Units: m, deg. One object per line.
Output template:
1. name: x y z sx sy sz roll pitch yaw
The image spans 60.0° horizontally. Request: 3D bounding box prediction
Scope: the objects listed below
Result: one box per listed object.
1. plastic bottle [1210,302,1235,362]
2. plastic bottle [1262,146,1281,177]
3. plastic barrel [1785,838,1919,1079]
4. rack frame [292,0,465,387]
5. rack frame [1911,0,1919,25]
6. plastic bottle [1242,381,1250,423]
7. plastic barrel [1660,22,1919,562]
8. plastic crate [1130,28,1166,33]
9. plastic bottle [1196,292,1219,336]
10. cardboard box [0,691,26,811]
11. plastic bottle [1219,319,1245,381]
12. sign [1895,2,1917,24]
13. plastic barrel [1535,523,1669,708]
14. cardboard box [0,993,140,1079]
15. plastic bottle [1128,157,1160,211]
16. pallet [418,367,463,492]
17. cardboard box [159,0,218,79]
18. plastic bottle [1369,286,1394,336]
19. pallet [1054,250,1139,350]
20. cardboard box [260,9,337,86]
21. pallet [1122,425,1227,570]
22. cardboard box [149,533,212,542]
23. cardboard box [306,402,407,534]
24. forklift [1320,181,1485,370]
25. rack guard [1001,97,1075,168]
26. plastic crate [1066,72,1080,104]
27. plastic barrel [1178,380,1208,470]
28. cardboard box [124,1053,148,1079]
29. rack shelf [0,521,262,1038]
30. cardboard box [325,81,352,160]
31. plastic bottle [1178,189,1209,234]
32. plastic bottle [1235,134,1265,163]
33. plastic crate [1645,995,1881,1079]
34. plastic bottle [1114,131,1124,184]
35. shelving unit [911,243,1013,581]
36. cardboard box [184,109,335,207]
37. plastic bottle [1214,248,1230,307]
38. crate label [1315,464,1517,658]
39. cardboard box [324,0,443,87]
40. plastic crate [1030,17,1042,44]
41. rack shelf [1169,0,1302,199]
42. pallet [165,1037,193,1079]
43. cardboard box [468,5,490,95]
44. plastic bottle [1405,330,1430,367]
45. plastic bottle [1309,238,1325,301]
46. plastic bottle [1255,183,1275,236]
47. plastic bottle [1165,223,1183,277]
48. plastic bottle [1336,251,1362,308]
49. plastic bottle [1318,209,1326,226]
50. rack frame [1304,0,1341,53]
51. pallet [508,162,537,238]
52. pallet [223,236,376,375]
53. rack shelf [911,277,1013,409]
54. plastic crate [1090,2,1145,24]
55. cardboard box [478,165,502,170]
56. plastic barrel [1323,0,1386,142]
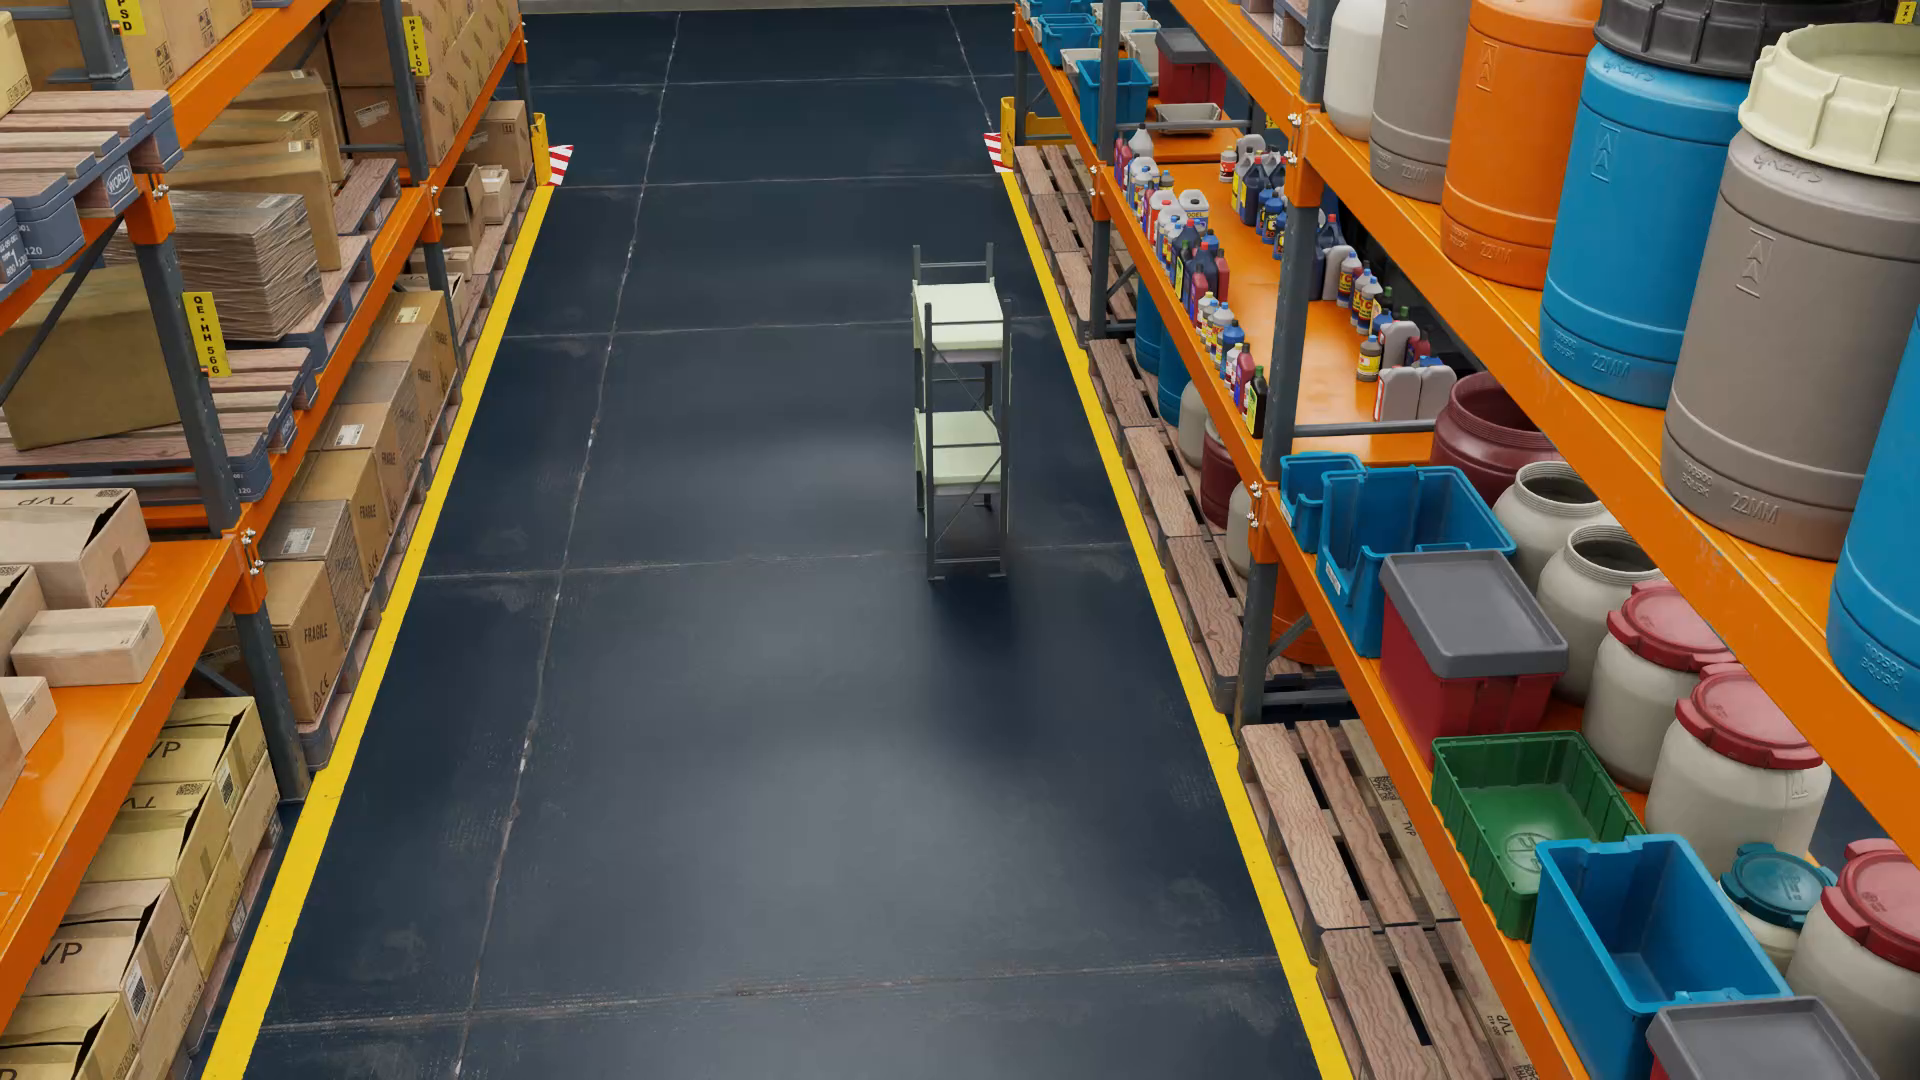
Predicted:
1. plastic bottle: 1.189 -0.945 7.533 0.097 0.271 0.097 0 31 0
2. plastic bottle: 1.740 -2.005 9.230 0.144 0.351 0.185 -3 31 -5
3. plastic barrel: 2.205 1.047 3.939 0.433 0.535 0.433 0 31 0
4. rack frame: -3.603 -2.245 9.583 1.000 3.000 0.127 -3 31 -5
5. rack frame: 6.260 -2.717 10.374 1.000 3.000 0.127 -3 31 -5
6. plastic bottle: 1.247 -0.598 7.020 0.097 0.201 0.097 0 31 0
7. plastic barrel: 1.752 -0.482 3.217 0.600 0.901 0.600 0 31 0
8. plastic crate: 1.402 -3.440 11.689 0.416 0.233 0.300 -3 31 -5
9. plastic bottle: 1.162 -1.064 7.800 0.097 0.201 0.097 0 31 0
10. cardboard box: -3.056 0.611 4.705 0.500 0.500 0.500 -4 31 -7
11. plastic bottle: 1.208 -0.846 7.366 0.097 0.271 0.097 0 31 0
12. sign: 5.708 -3.096 10.086 0.100 0.325 0.005 -3 31 -5
13. plastic barrel: 2.051 0.244 5.307 0.421 0.512 0.421 0 31 0
14. cardboard box: -2.791 1.591 4.885 0.500 0.311 0.500 -2 31 -3
15. plastic bottle: 1.027 -1.985 9.270 0.152 0.276 0.135 -3 31 -5
16. pallet: -3.490 -0.634 9.606 1.003 0.211 1.213 -3 31 -5
17. cardboard box: -3.351 -2.015 6.175 0.910 0.500 0.500 -3 31 -5
18. plastic bottle: 1.952 -1.049 7.694 0.061 0.283 0.133 -3 31 -5
19. pallet: 1.221 -1.656 11.317 1.003 0.211 1.213 -3 31 -5
20. cardboard box: -3.908 -2.963 9.712 0.500 0.500 0.500 -3 31 -4
21. pallet: 1.477 -0.263 8.984 1.003 0.211 1.213 -3 31 -5
22. cardboard box: -3.560 -0.135 7.328 0.500 0.250 0.500 -2 31 -3
23. cardboard box: -3.138 -0.354 8.426 0.500 0.500 0.500 -4 31 -6
24. forklift: 2.976 -2.327 9.788 1.130 2.935 3.031 -4 31 -6
25. rack guard: 0.940 -3.461 14.056 1.175 0.500 0.348 -3 31 -5
26. plastic crate: 0.957 -2.946 10.967 0.437 0.125 0.590 -3 31 -5
27. plastic barrel: 1.393 -0.660 8.946 0.421 0.512 0.421 0 31 0
28. cardboard box: -2.791 1.837 5.021 0.500 0.250 0.500 -2 31 -4
29. rack shelf: -3.043 1.128 4.639 1.077 0.370 4.000 -3 31 -5
30. cardboard box: -3.905 -2.530 9.964 0.500 0.500 0.500 -2 31 -4
31. plastic bottle: 1.231 -1.707 8.803 0.152 0.276 0.135 -3 31 -5
32. plastic bottle: 1.687 -2.241 9.698 0.152 0.276 0.135 -3 31 -5
33. plastic crate: 1.726 1.344 3.512 0.402 0.464 0.583 -3 31 -5
34. plastic bottle: 0.938 -2.222 9.659 0.061 0.283 0.133 -3 31 -5
35. shelving unit: 0.001 -0.640 8.360 0.431 1.500 0.755 -3 31 -5
36. cardboard box: -3.654 -1.867 8.444 0.700 0.500 0.500 2 31 3
37. plastic bottle: 1.259 -1.259 8.046 0.061 0.283 0.133 -3 31 -5
38. crate label: 1.526 0.067 5.678 0.502 0.435 0.616 -3 31 -5
39. cardboard box: -3.367 -2.971 9.726 0.500 0.500 0.500 -2 31 -3
40. plastic crate: 0.661 -3.779 12.350 0.250 0.136 0.298 -3 31 -5
41. rack shelf: 1.516 -2.438 7.683 1.077 0.370 4.000 -3 31 -5
42. pallet: -3.081 2.038 5.132 1.003 0.211 1.213 -3 31 -5
43. cardboard box: -3.524 -3.337 11.314 0.500 0.500 0.500 -3 31 -5
44. plastic bottle: 1.999 -0.794 7.268 0.061 0.283 0.133 -3 31 -5
45. plastic bottle: 1.705 -1.367 8.161 0.144 0.351 0.185 -3 31 -5
46. plastic bottle: 1.646 -1.780 8.930 0.097 0.271 0.097 0 31 0
47. plastic bottle: 1.094 -1.469 8.409 0.097 0.271 0.097 0 31 0
48. plastic bottle: 1.892 -1.269 8.075 0.097 0.271 0.097 0 31 0
49. plastic bottle: 1.803 -1.610 8.641 0.152 0.276 0.135 -3 31 -5
50. rack frame: 1.703 -3.013 5.019 1.000 3.000 0.127 -3 31 -5
51. pallet: -3.894 -2.644 12.971 1.003 0.211 1.213 -3 31 -5
52. pallet: -3.416 -1.113 7.875 1.003 0.211 1.213 -3 31 -5
53. rack shelf: 0.001 -0.976 8.160 0.431 0.370 0.720 -3 31 -5
54. plastic crate: 1.212 -4.027 12.766 0.396 0.136 0.243 -3 31 -5
55. cardboard box: -3.733 -2.782 12.817 0.380 0.166 0.250 -3 31 -5
56. plastic barrel: 1.426 -1.600 5.470 0.421 0.512 0.421 0 31 0
